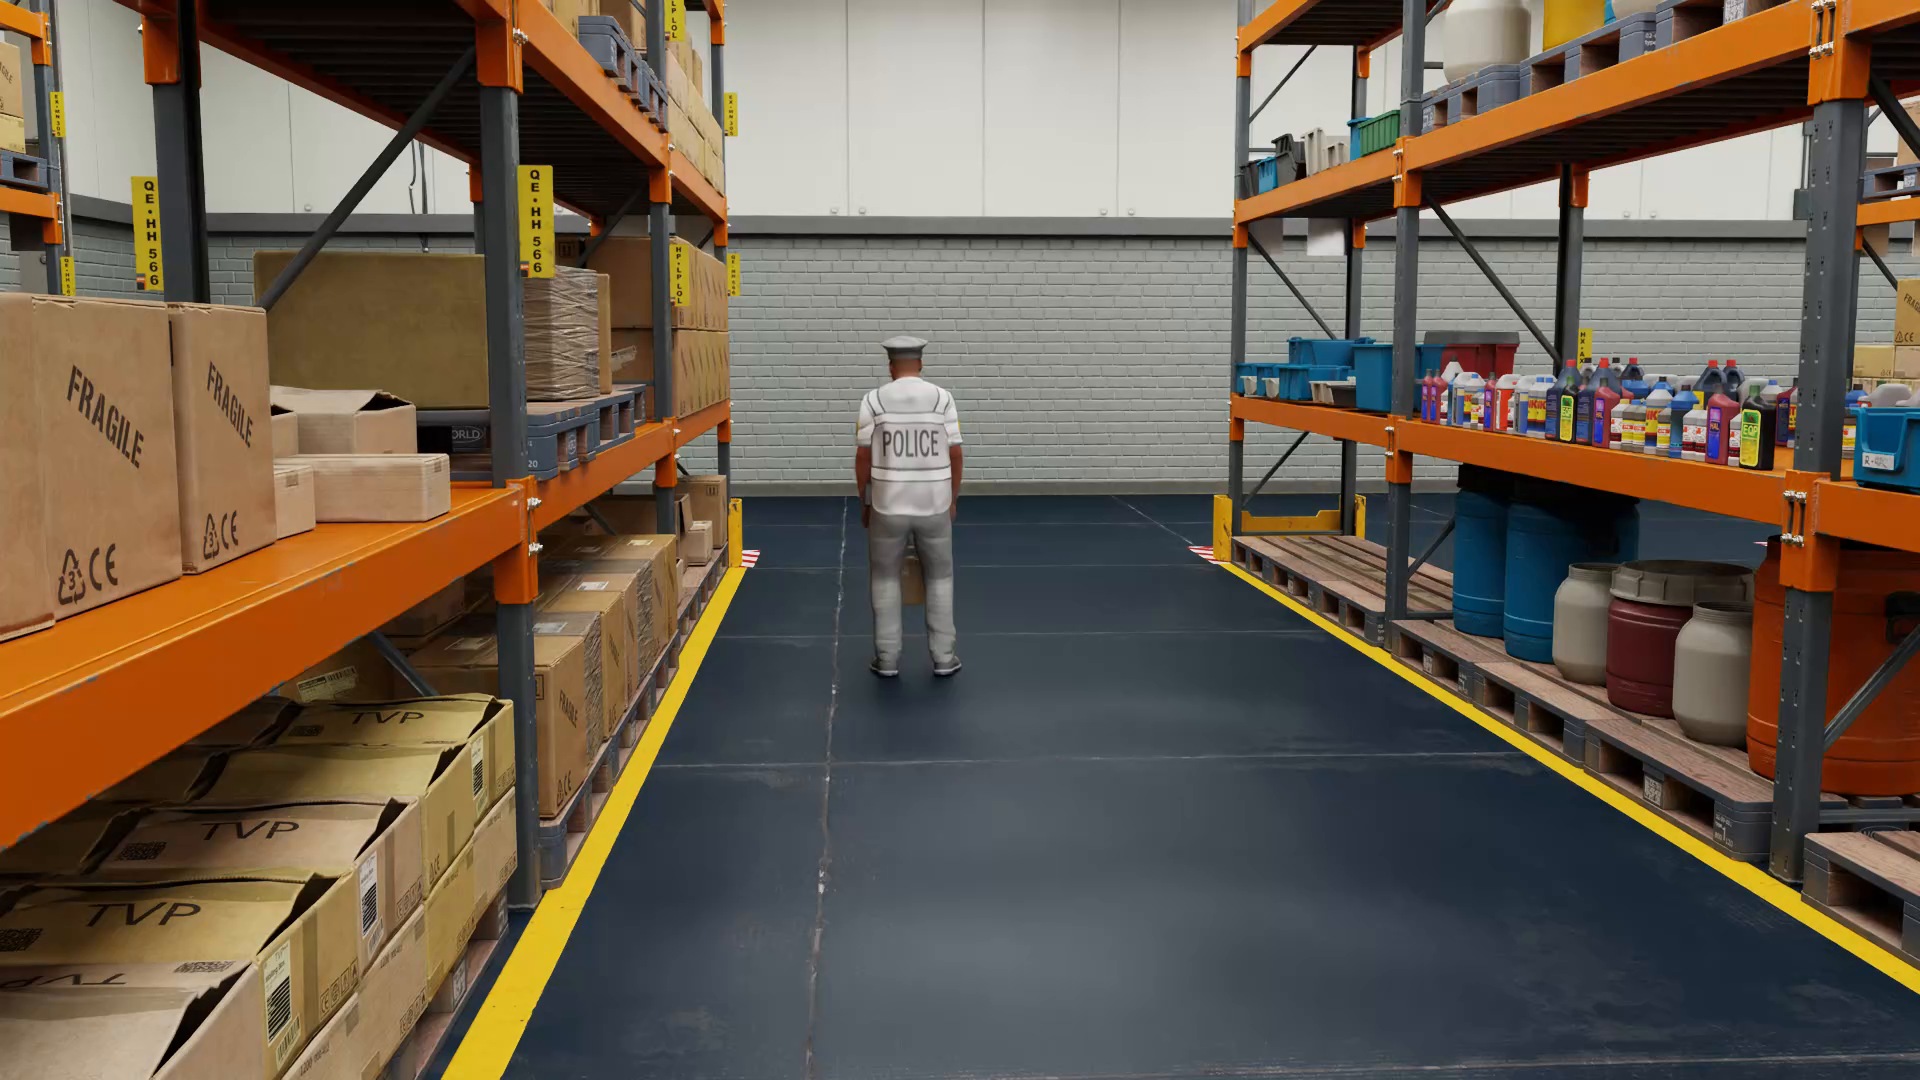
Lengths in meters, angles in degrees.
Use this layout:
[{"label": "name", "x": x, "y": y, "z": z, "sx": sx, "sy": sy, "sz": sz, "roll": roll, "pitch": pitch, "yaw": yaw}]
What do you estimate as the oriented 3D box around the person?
[{"label": "person", "x": -0.261, "y": -0.169, "z": 8.614, "sx": 0.563, "sy": 1.751, "sz": 0.434, "roll": -1, "pitch": 7, "yaw": -5}]
